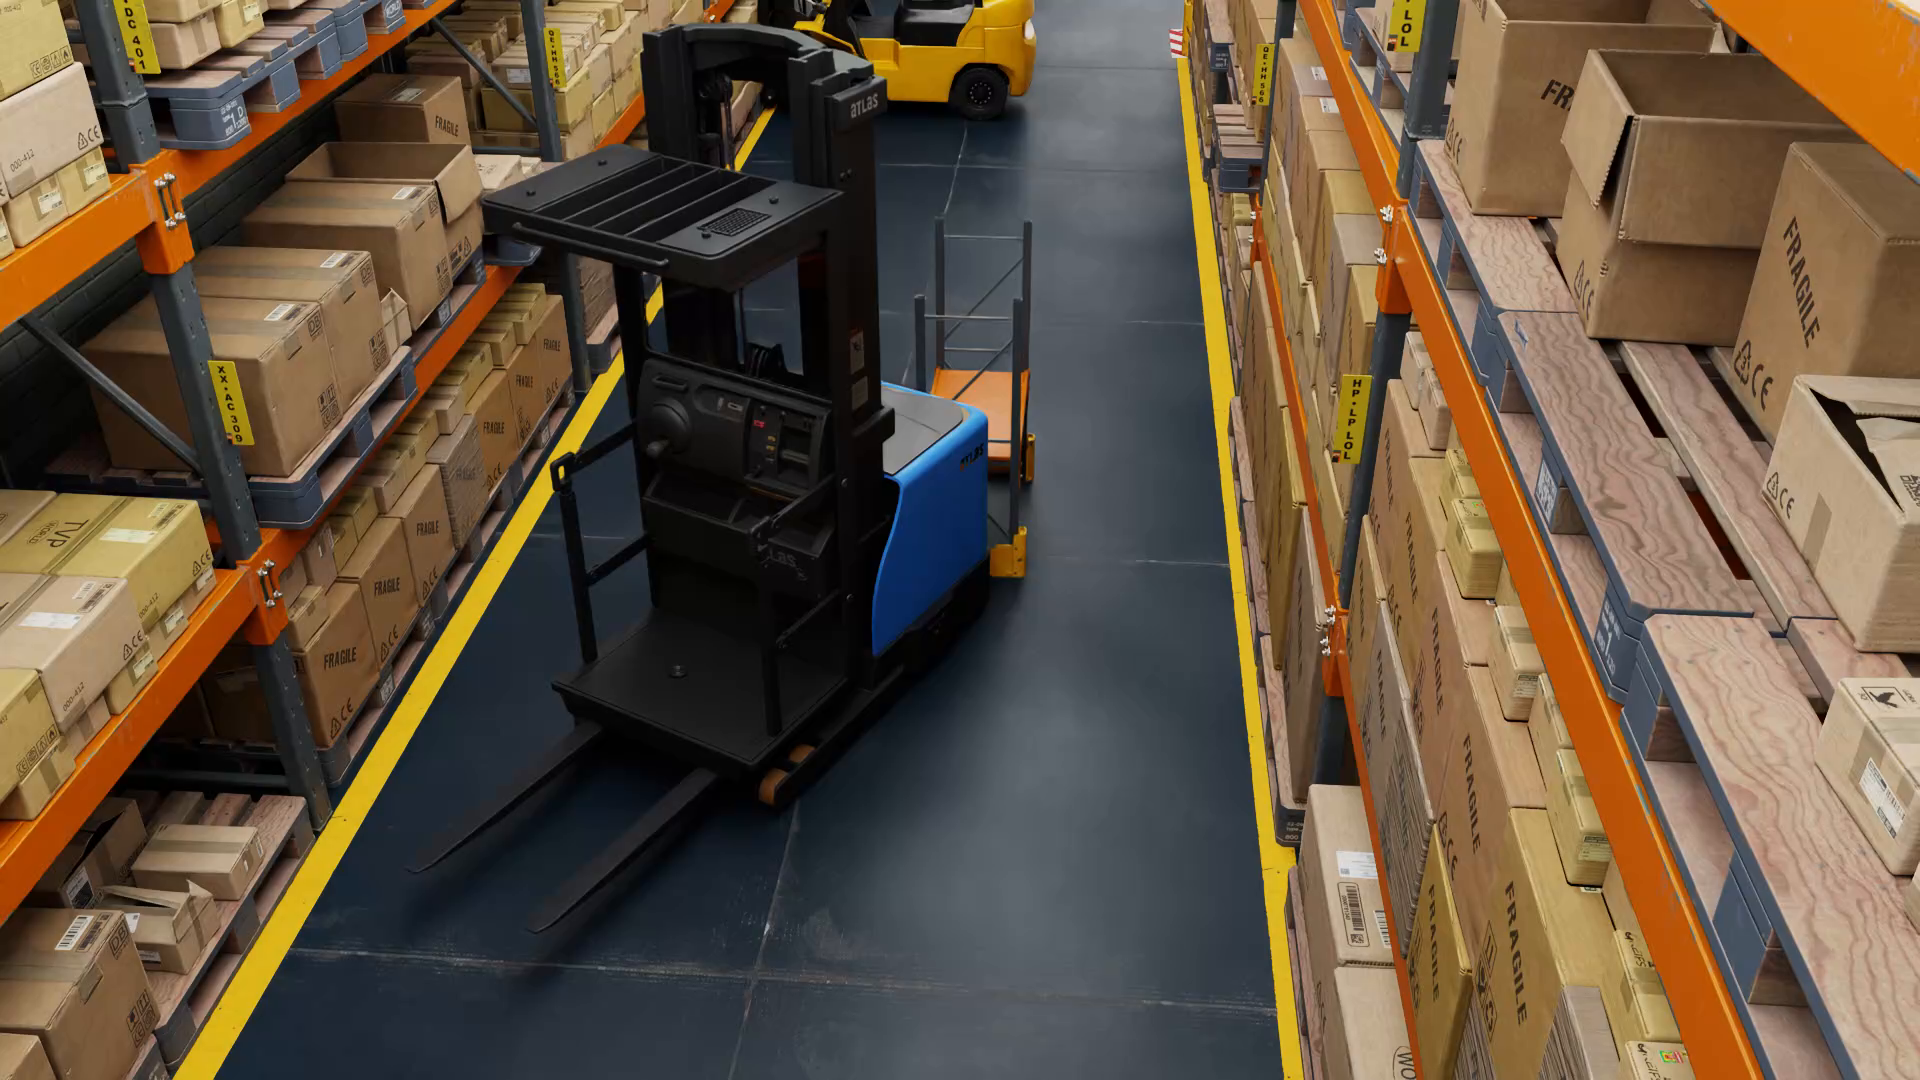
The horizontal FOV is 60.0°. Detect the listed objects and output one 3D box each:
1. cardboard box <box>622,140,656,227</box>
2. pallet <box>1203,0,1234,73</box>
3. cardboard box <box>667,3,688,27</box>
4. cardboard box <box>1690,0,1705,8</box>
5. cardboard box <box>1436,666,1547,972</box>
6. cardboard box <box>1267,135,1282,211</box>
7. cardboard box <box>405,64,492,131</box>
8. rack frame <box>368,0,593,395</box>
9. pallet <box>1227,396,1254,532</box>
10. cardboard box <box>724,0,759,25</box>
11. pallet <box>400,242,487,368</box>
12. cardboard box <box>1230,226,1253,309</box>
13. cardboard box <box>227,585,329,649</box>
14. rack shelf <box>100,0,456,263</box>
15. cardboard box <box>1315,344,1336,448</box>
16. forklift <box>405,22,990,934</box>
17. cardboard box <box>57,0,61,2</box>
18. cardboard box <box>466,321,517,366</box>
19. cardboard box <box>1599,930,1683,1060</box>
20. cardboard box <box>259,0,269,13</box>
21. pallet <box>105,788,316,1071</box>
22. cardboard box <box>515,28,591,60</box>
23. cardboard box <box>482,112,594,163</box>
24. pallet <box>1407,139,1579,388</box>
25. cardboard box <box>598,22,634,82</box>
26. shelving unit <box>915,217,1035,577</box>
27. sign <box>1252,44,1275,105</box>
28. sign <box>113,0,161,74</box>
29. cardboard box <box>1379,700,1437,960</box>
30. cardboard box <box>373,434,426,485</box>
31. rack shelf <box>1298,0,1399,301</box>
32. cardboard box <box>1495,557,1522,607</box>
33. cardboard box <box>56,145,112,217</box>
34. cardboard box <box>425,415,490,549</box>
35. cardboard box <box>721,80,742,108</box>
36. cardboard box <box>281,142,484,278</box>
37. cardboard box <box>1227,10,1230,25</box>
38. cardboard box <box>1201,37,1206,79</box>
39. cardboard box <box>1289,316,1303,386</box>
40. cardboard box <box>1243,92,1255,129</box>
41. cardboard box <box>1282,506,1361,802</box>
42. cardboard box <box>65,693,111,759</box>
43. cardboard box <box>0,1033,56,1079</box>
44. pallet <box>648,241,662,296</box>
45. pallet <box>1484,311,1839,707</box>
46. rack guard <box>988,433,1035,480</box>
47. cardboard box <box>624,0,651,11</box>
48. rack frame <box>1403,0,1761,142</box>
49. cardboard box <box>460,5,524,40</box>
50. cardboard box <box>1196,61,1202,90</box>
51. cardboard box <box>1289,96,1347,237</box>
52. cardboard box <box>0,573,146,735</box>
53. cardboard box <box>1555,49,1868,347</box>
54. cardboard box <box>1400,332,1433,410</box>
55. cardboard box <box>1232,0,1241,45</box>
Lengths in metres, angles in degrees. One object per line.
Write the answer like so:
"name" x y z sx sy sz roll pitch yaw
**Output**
"cardboard box" -2.616 -2.409 11.664 0.875 0.625 0.625 1 32 2
"pallet" 2.286 -3.628 11.962 1.003 0.211 1.213 2 32 4
"cardboard box" -2.270 -3.712 12.057 0.500 0.250 0.500 2 32 4
"cardboard box" 2.202 -1.867 5.566 0.500 0.500 0.500 2 32 3
"cardboard box" 1.418 0.645 3.796 0.500 0.500 0.500 2 32 4
"cardboard box" 1.880 -1.906 8.651 0.500 0.250 0.500 2 32 4
"cardboard box" -3.021 -2.618 9.805 0.500 0.250 0.500 3 32 5
"rack frame" -2.780 -2.222 9.496 1.000 3.000 0.127 2 32 4
"pallet" 2.028 -0.416 9.223 1.003 0.211 1.213 2 32 4
"cardboard box" -2.022 -4.515 14.484 0.500 0.250 0.500 3 32 6
"pallet" -2.934 -1.123 7.896 1.003 0.211 1.213 2 32 4
"cardboard box" 2.275 -1.753 10.840 0.950 0.372 0.625 2 32 3
"cardboard box" -2.811 0.303 6.764 0.380 0.149 0.250 4 32 6
"rack shelf" -2.943 -2.147 7.201 1.077 0.370 4.000 2 32 4
"cardboard box" 1.669 -0.572 6.485 0.500 0.250 0.500 3 32 5
"forklift" -1.044 -0.406 6.615 1.130 2.935 3.031 17 36 26
"cardboard box" -3.198 -1.810 5.429 0.380 0.149 0.250 2 32 3
"cardboard box" -2.625 -1.064 8.981 0.380 0.149 0.250 1 32 2
"cardboard box" 1.341 0.828 2.880 0.380 0.149 0.250 3 32 5
"cardboard box" -2.706 -1.932 5.910 0.380 0.149 0.250 3 32 4
"pallet" -3.163 1.416 6.251 1.003 0.211 1.213 2 32 4
"cardboard box" -2.445 -2.970 9.997 0.380 0.149 0.250 3 32 5
"cardboard box" -2.500 -2.380 9.895 0.500 0.250 0.500 3 32 4
"pallet" 1.765 -0.732 4.304 1.003 0.211 1.213 2 32 4
"cardboard box" -2.398 -3.127 10.632 0.500 0.250 0.500 2 32 3
"shelving unit" 0.080 -0.744 8.528 0.587 1.500 1.083 2 32 4
"sign" 1.626 -2.489 8.902 0.100 0.325 0.005 2 32 4
"sign" -2.564 -1.608 5.149 0.100 0.325 0.005 2 32 4
"cardboard box" 1.451 0.794 4.507 0.500 0.500 0.500 3 32 4
"cardboard box" -2.768 -0.383 7.876 0.380 0.149 0.250 4 32 6
"rack shelf" 2.005 -1.937 6.860 1.077 0.370 4.000 2 32 4
"cardboard box" 1.503 0.159 3.966 0.380 0.149 0.250 2 32 4
"cardboard box" -2.841 -1.100 5.056 0.380 0.149 0.250 2 32 4
"cardboard box" -2.715 -0.299 8.358 0.500 0.500 0.500 1 32 2
"cardboard box" -2.107 -3.774 13.760 0.500 0.250 0.500 2 32 4
"cardboard box" -2.729 -1.583 7.961 0.797 0.503 0.637 2 32 3
"cardboard box" 2.104 -3.770 11.847 0.380 0.149 0.250 3 32 5
"cardboard box" 2.354 -4.285 14.349 0.500 0.500 0.500 4 32 7
"cardboard box" 1.767 -0.901 7.497 0.500 0.250 0.500 2 32 4
"cardboard box" 1.885 -2.542 9.855 0.380 0.149 0.250 2 32 4
"cardboard box" 1.812 0.478 6.740 0.875 0.875 0.875 3 32 6
"cardboard box" -2.925 0.564 5.215 0.380 0.149 0.250 3 32 5
"cardboard box" -3.036 1.813 4.931 0.500 0.500 0.500 3 32 5
"pallet" -2.572 -2.100 11.956 1.003 0.211 1.213 2 32 4
"pallet" 1.663 -0.096 3.272 1.003 0.211 1.213 2 32 4
"rack guard" 0.119 -0.473 9.279 0.587 0.250 0.087 2 32 4
"cardboard box" -2.280 -3.633 11.072 0.380 0.149 0.250 2 32 3
"rack frame" 1.842 -2.474 4.188 1.000 3.000 0.127 2 32 4
"cardboard box" -2.914 -3.259 10.465 0.380 0.149 0.250 2 32 4
"cardboard box" 2.396 -4.241 14.993 0.500 0.250 0.500 5 32 7
"cardboard box" 1.795 -1.703 7.606 0.500 0.500 0.500 3 32 5
"cardboard box" -2.930 0.346 5.189 0.500 0.250 0.500 3 32 4
"cardboard box" 1.764 -0.756 3.665 0.797 0.503 0.637 5 32 8
"cardboard box" 1.557 -0.511 5.053 0.380 0.149 0.250 2 32 3
"cardboard box" 2.044 -3.430 10.677 0.500 0.500 0.500 1 32 2
